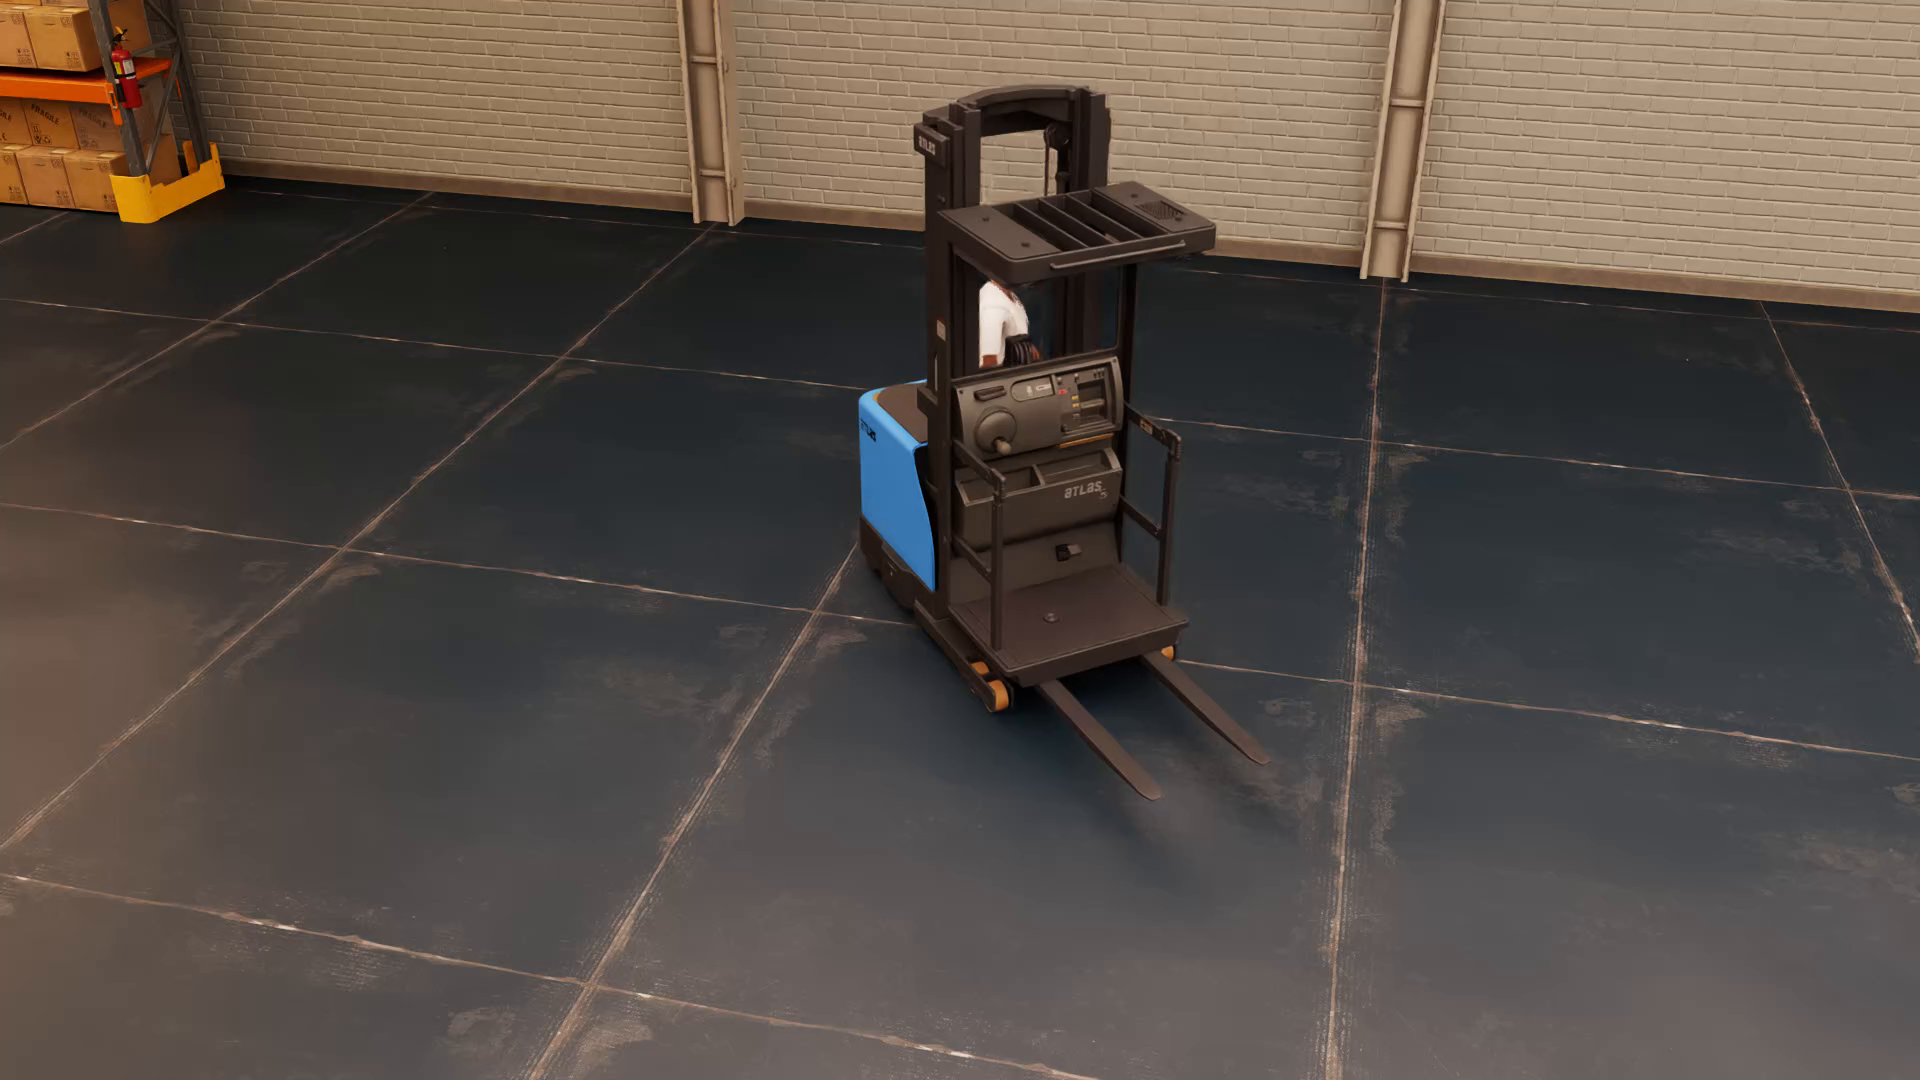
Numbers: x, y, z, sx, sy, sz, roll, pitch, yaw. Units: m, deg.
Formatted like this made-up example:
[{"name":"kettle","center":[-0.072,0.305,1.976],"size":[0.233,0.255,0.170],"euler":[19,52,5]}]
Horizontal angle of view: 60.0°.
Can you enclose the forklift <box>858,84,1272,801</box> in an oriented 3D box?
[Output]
[{"name":"forklift","center":[0.508,-0.635,8.291],"size":[1.130,2.935,3.031],"euler":[-14,32,-23]}]

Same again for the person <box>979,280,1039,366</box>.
[{"name":"person","center":[0.361,-0.967,10.109],"size":[0.915,1.718,0.771],"euler":[-1,30,-1]}]
